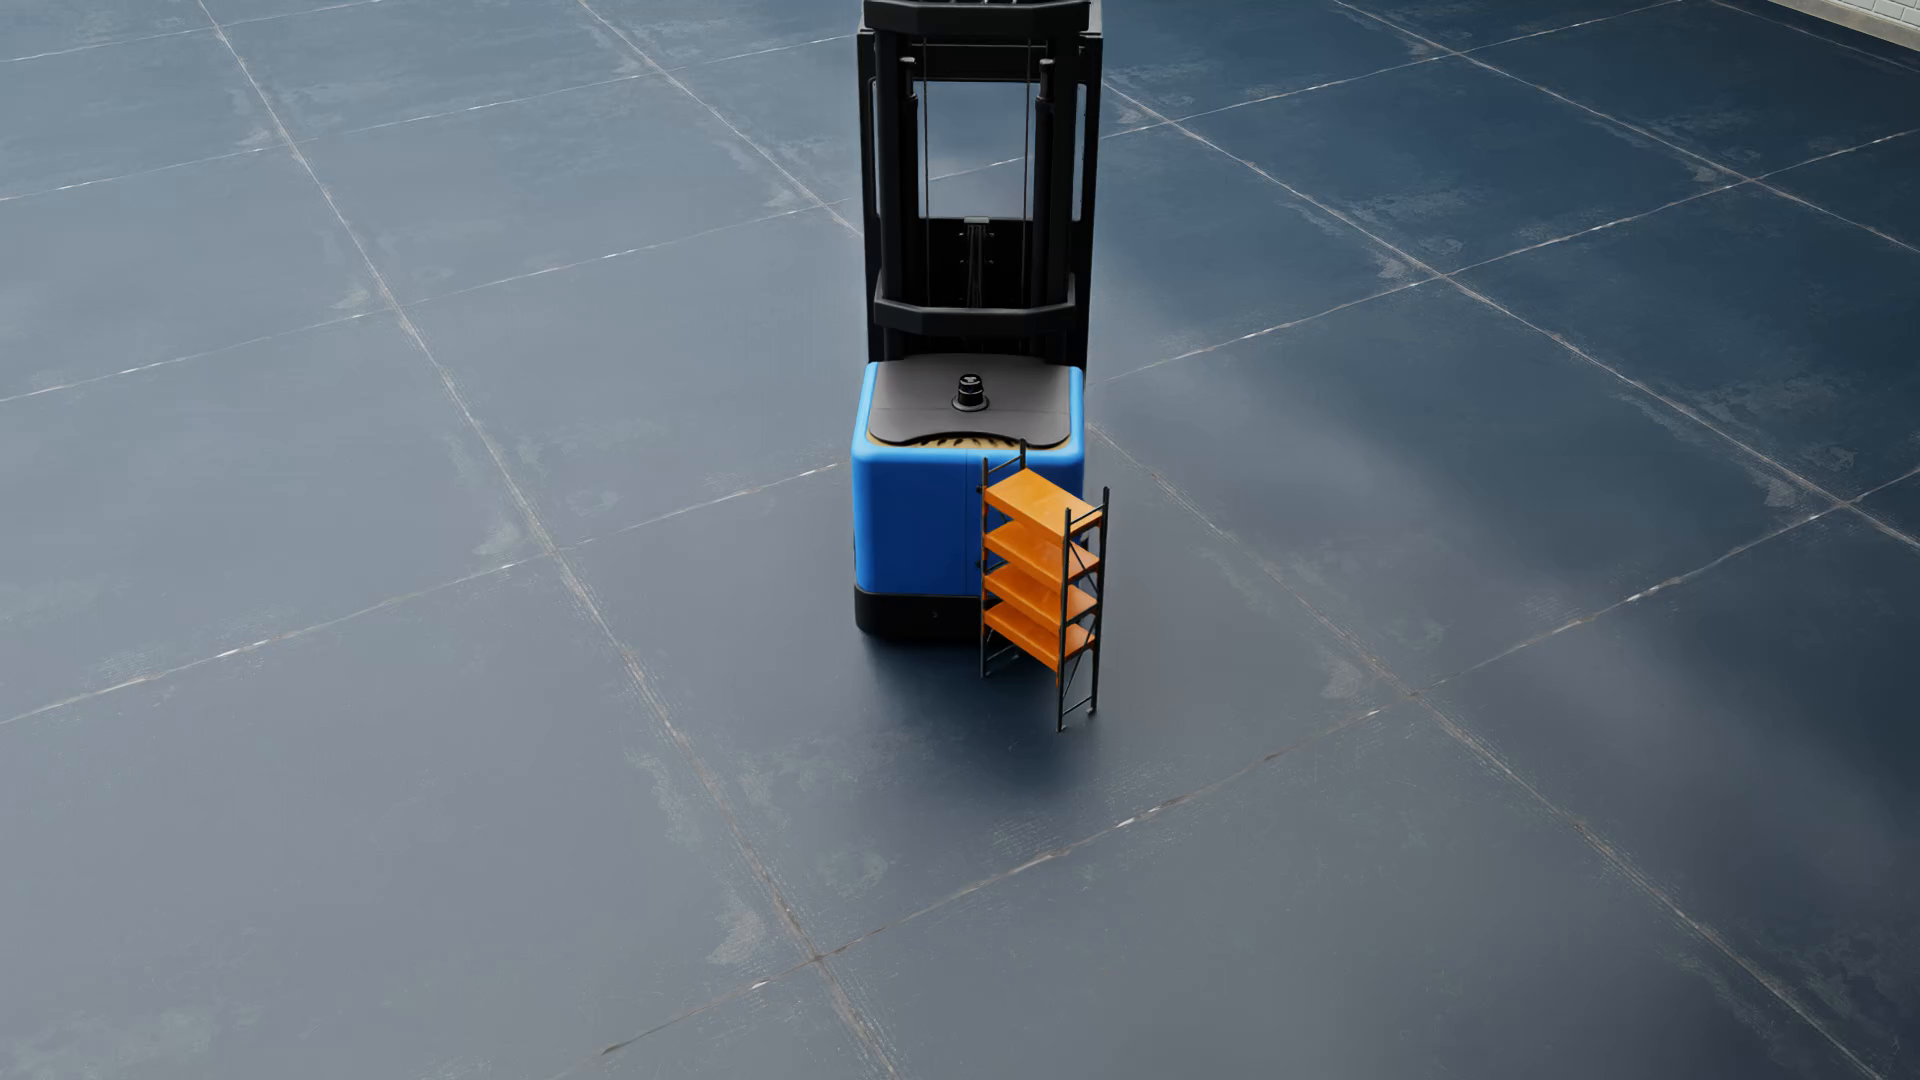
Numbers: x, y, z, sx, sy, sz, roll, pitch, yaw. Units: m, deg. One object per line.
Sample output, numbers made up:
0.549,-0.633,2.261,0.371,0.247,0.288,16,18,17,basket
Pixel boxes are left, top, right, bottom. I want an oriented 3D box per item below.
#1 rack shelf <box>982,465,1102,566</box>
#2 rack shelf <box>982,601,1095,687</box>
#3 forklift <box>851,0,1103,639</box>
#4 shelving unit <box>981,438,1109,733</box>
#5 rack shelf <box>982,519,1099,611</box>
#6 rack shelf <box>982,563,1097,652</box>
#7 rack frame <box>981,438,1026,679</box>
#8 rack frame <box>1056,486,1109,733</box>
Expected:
0.349,-0.109,6.942,0.258,0.148,0.480,-28,45,-33,rack shelf
0.351,0.422,7.332,0.258,0.148,0.480,-28,45,-33,rack shelf
0.100,-1.563,8.133,1.130,2.935,3.031,2,36,2,forklift
0.350,0.207,7.175,0.258,1.200,0.503,-28,45,-33,shelving unit
0.350,0.081,7.082,0.258,0.148,0.480,-28,45,-33,rack shelf
0.351,0.262,7.215,0.258,0.148,0.480,-28,45,-33,rack shelf
0.187,0.101,7.321,0.240,1.200,0.015,-28,45,-33,rack frame
0.514,0.314,7.028,0.240,1.200,0.015,-28,45,-33,rack frame
